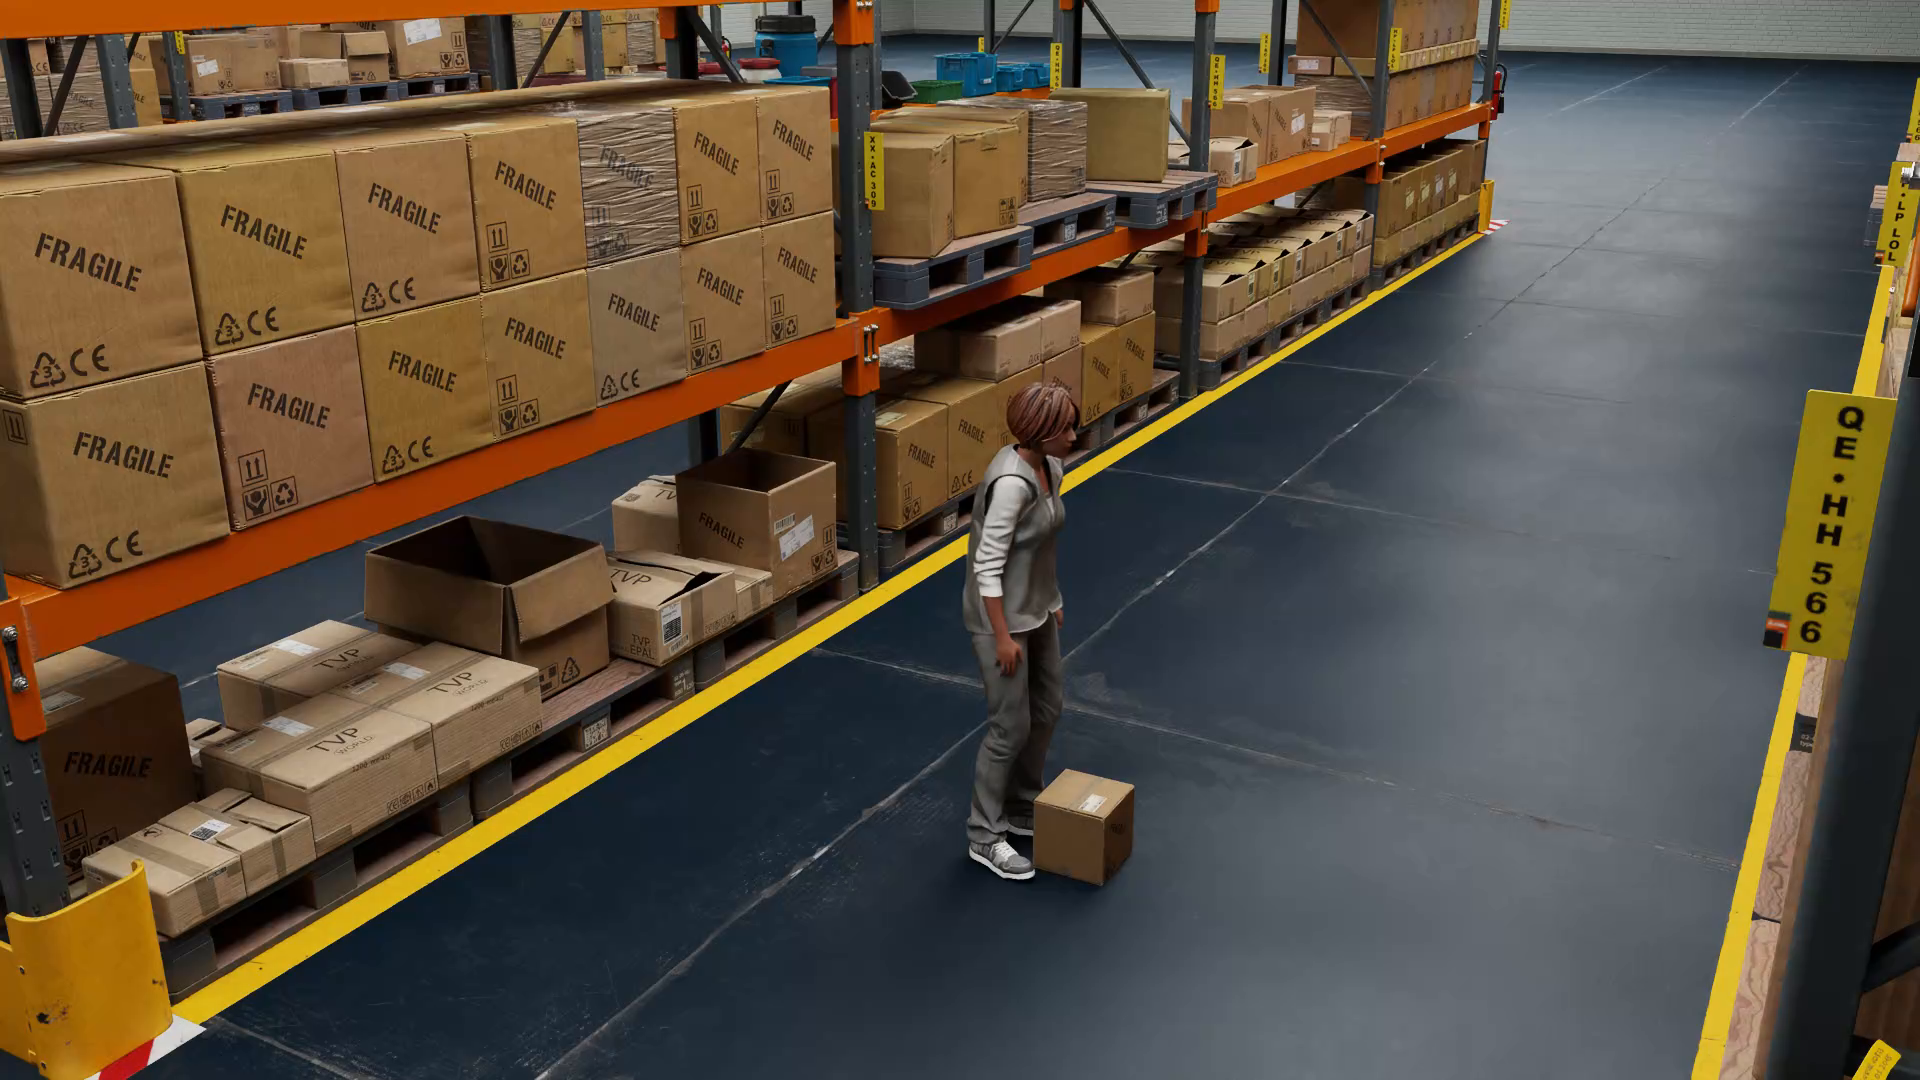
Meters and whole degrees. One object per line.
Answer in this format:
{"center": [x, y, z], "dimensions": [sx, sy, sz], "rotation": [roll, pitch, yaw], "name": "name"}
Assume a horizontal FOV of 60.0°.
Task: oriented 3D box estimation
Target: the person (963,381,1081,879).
{"center": [0.205, 0.276, 5.333], "dimensions": [0.371, 1.582, 0.485], "rotation": [9, 22, 25], "name": "person"}
